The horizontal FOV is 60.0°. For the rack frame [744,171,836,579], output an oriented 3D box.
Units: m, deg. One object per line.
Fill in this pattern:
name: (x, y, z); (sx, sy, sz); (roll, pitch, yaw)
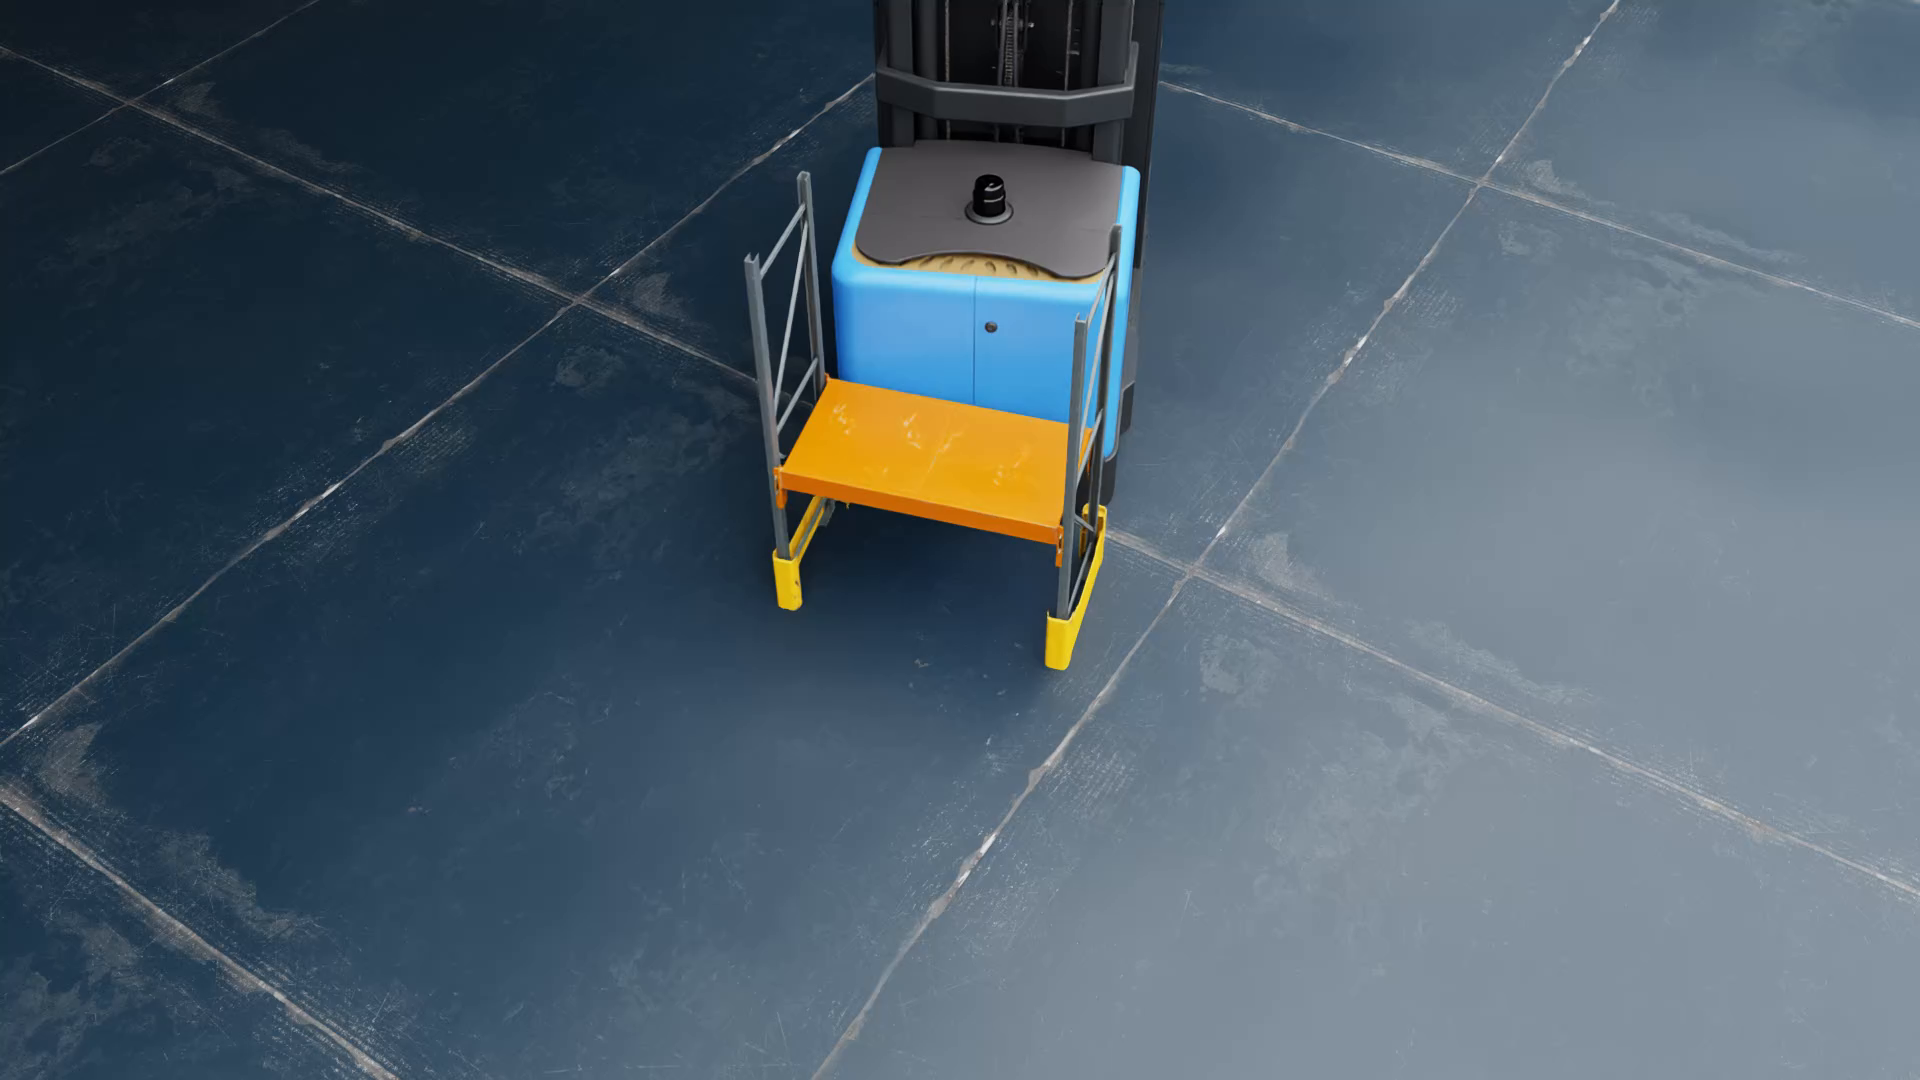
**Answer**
rack frame: (-0.562, -0.479, 5.669); (0.032, 1.500, 0.500); (12, 47, 11)

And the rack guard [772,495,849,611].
rack guard: (-0.543, -0.039, 6.114); (0.087, 0.250, 0.587); (12, 47, 11)

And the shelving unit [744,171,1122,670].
shelving unit: (-0.065, -0.375, 5.568); (1.083, 1.500, 0.587); (12, 47, 11)

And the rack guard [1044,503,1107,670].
rack guard: (0.413, 0.161, 5.919); (0.087, 0.250, 0.587); (12, 47, 11)

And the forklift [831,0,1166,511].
forklift: (0.252, -2.195, 6.339); (1.130, 2.935, 3.031); (6, 46, 5)

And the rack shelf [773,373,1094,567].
rack shelf: (-0.074, -0.251, 5.699); (1.000, 0.185, 0.538); (12, 47, 11)

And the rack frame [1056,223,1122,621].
rack frame: (0.414, -0.274, 5.470); (0.032, 1.500, 0.500); (12, 47, 11)
